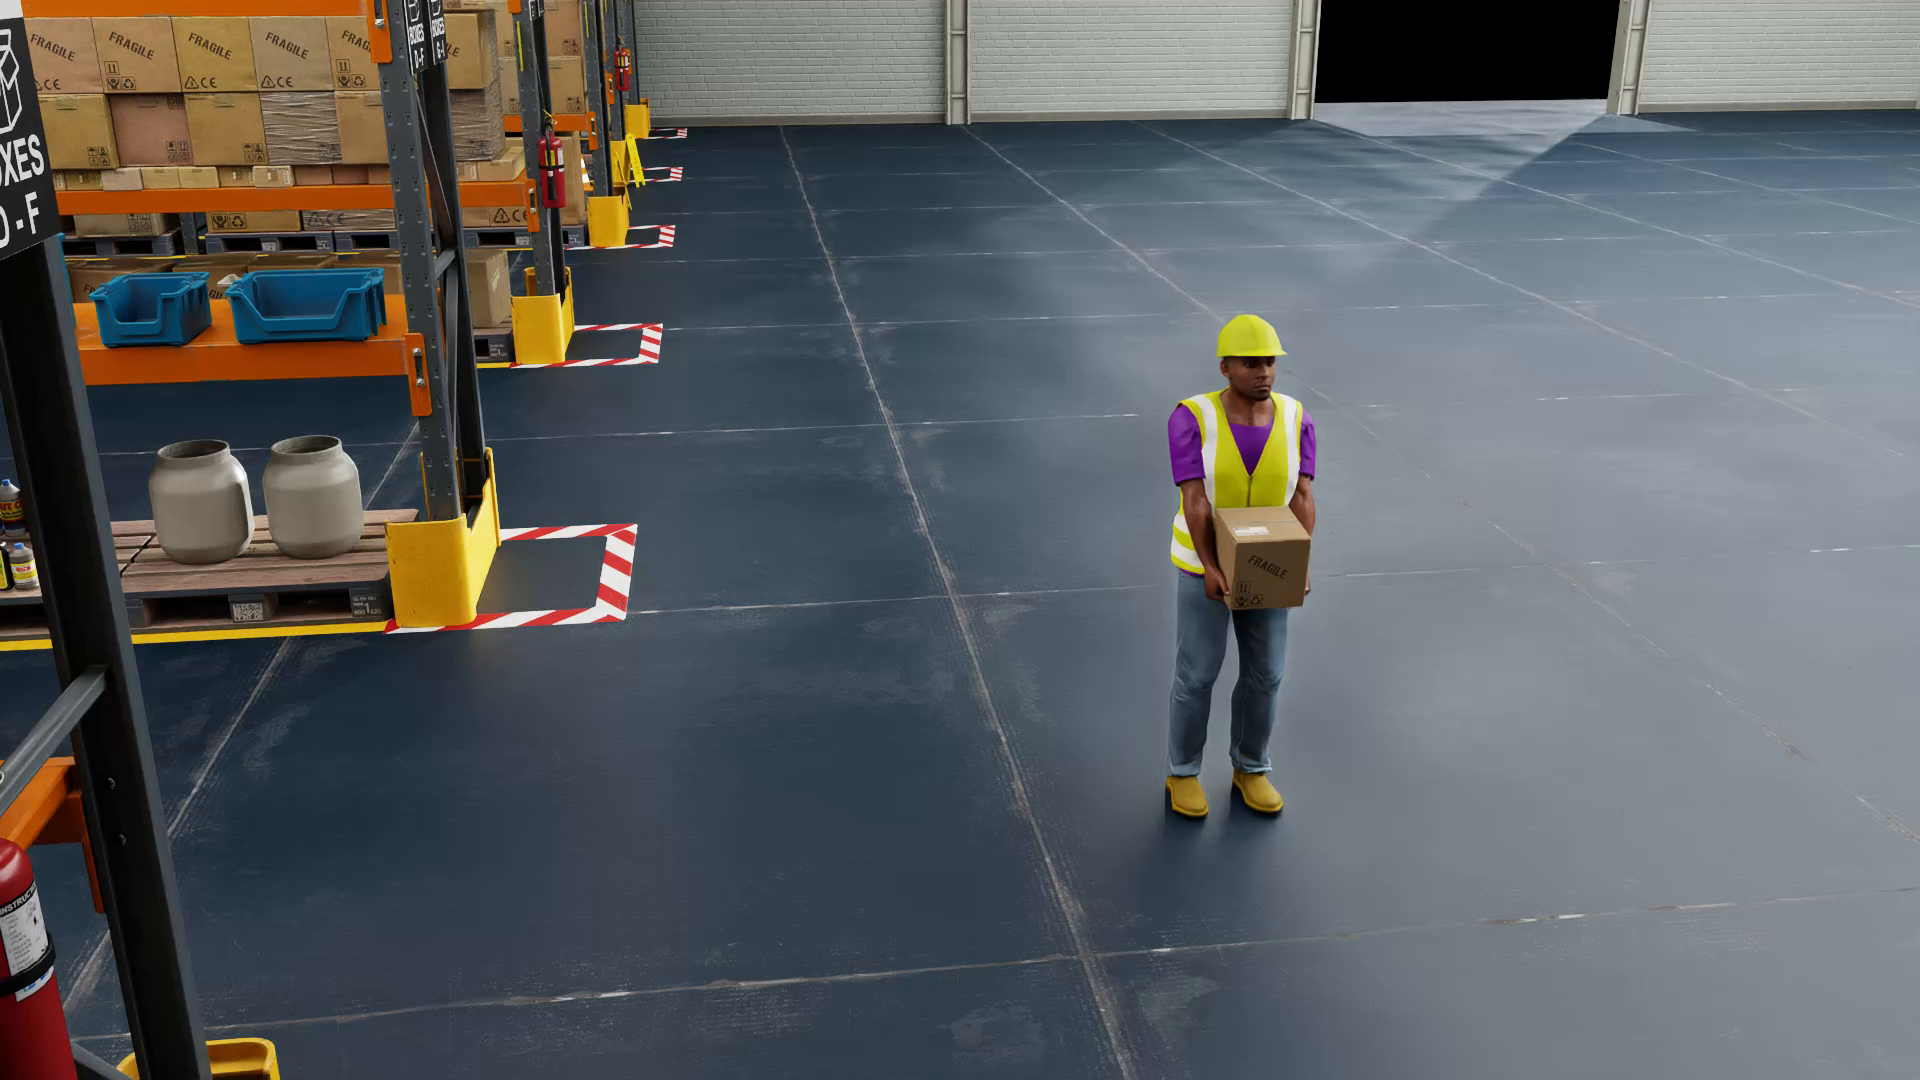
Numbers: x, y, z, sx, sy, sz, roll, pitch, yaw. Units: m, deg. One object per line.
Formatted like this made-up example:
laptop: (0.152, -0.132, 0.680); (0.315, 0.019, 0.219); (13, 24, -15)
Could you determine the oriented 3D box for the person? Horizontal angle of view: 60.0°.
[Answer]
person: (0.974, 0.132, 5.676); (0.504, 1.762, 0.575); (-3, 20, -7)
